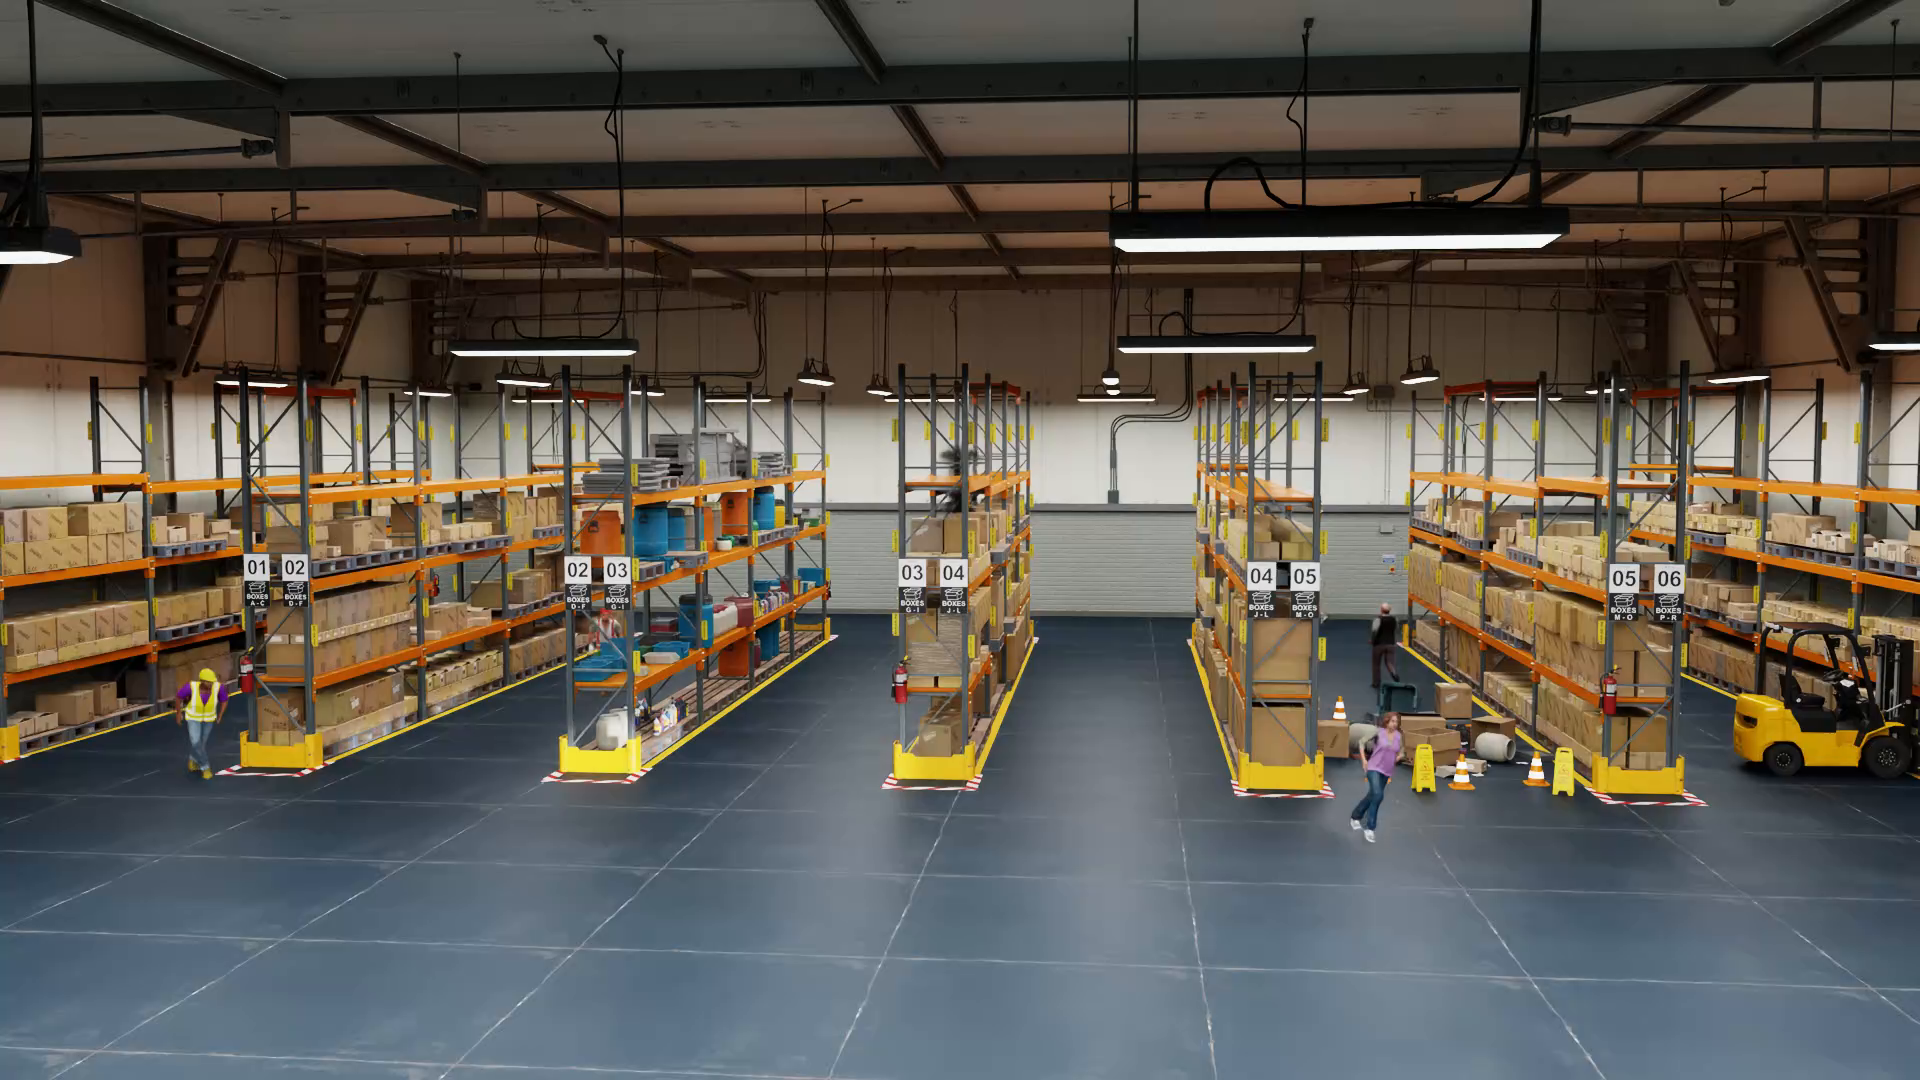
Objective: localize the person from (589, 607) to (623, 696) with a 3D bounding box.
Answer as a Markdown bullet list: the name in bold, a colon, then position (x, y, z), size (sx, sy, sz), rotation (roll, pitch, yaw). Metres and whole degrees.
- **person**: position (-6.768, 2.110, 31.786), size (0.670, 1.715, 0.700), rotation (0, 4, -6)

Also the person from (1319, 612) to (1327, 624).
- **person**: position (8.971, 1.496, 42.497), size (0.817, 1.580, 0.526), rotation (-1, 4, -19)

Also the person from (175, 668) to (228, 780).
- **person**: position (-11.093, 2.659, 24.312), size (0.702, 1.651, 1.066), rotation (-3, 5, -37)

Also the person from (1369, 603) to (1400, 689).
- **person**: position (8.255, 2.073, 32.344), size (0.653, 1.696, 0.905), rotation (0, 4, -8)

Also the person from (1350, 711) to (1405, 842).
- **person**: position (5.146, 2.875, 20.571), size (0.635, 1.543, 0.758), rotation (-1, 4, -22)
